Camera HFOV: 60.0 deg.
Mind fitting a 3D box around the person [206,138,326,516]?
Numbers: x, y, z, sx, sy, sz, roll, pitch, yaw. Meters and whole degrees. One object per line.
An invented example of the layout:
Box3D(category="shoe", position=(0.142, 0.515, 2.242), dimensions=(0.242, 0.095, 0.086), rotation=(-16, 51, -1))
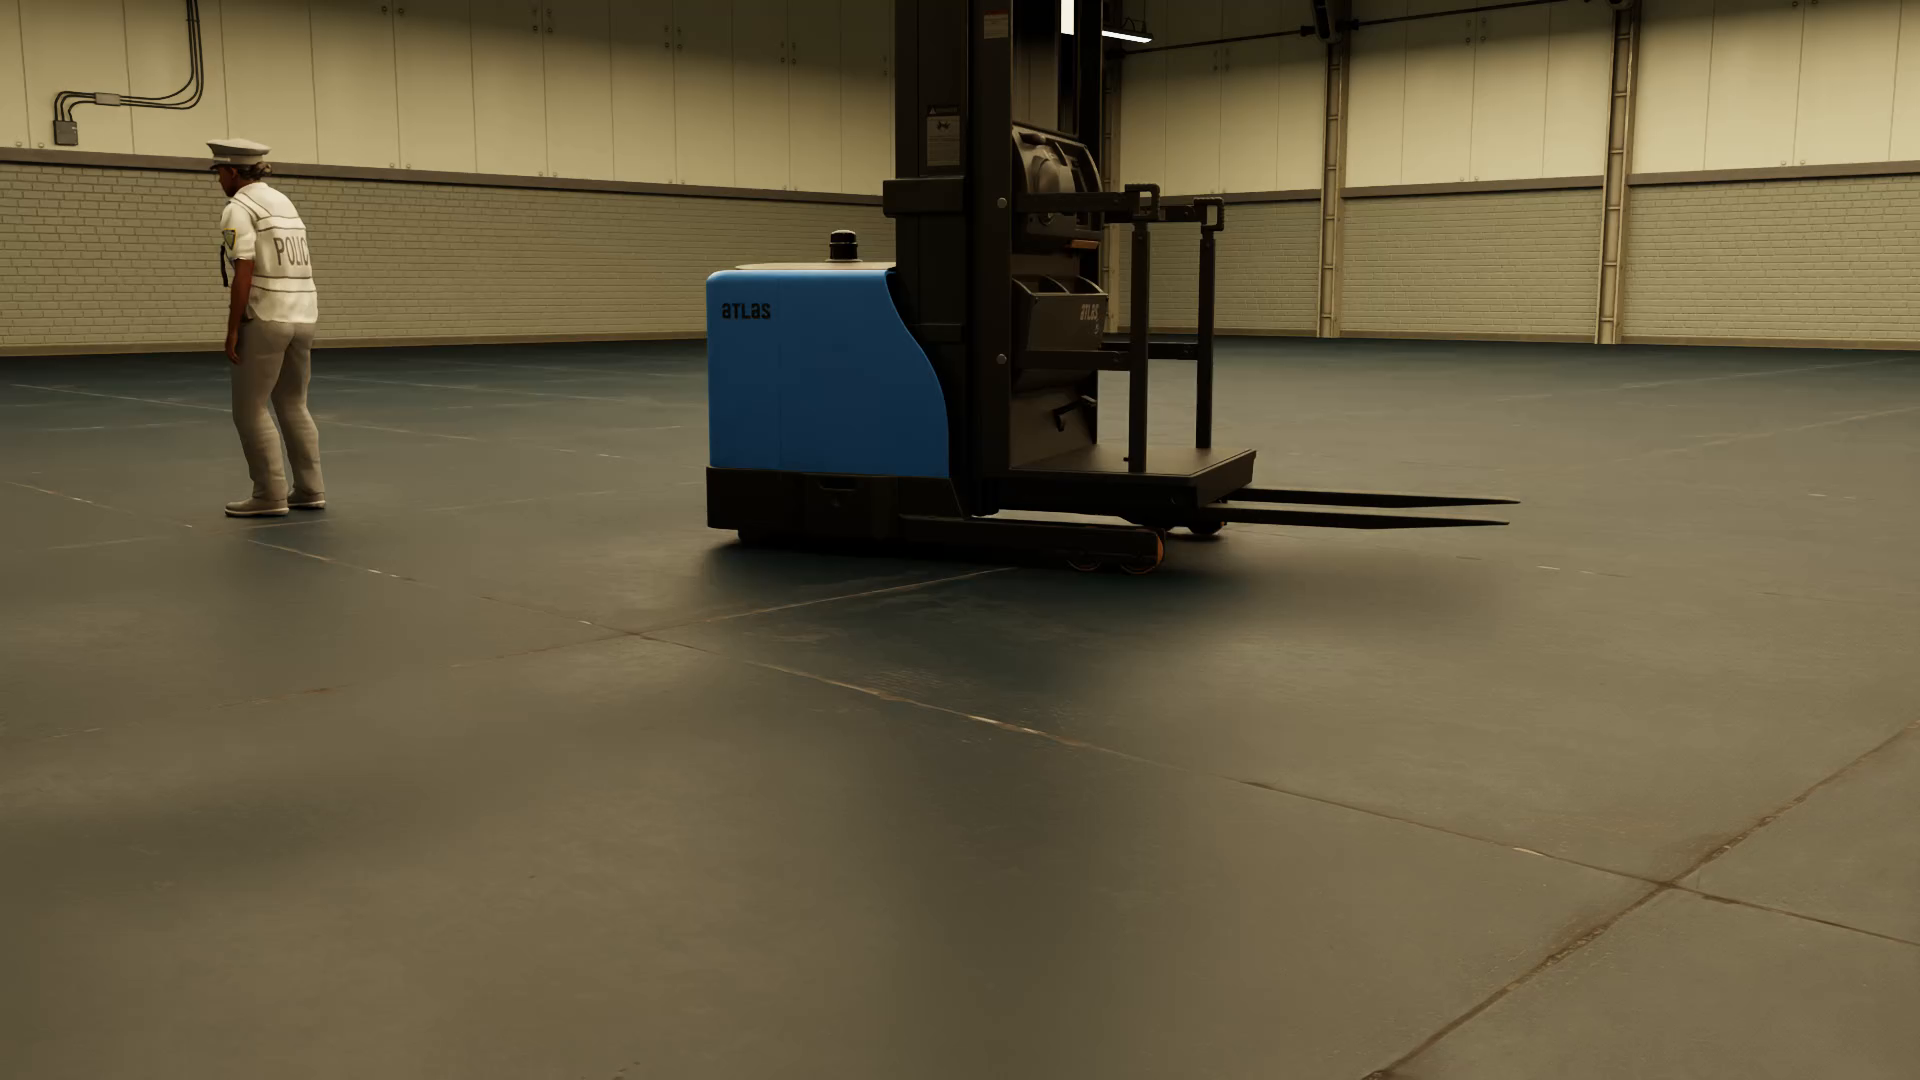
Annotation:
Box3D(category="person", position=(-3.093, -0.946, 7.435), dimensions=(0.397, 1.658, 0.527), rotation=(2, 9, 13))

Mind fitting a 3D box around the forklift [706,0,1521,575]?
Box3D(category="forklift", position=(0.565, -1.416, 6.275), dimensions=(3.031, 2.935, 1.130), rotation=(3, 9, 22))
